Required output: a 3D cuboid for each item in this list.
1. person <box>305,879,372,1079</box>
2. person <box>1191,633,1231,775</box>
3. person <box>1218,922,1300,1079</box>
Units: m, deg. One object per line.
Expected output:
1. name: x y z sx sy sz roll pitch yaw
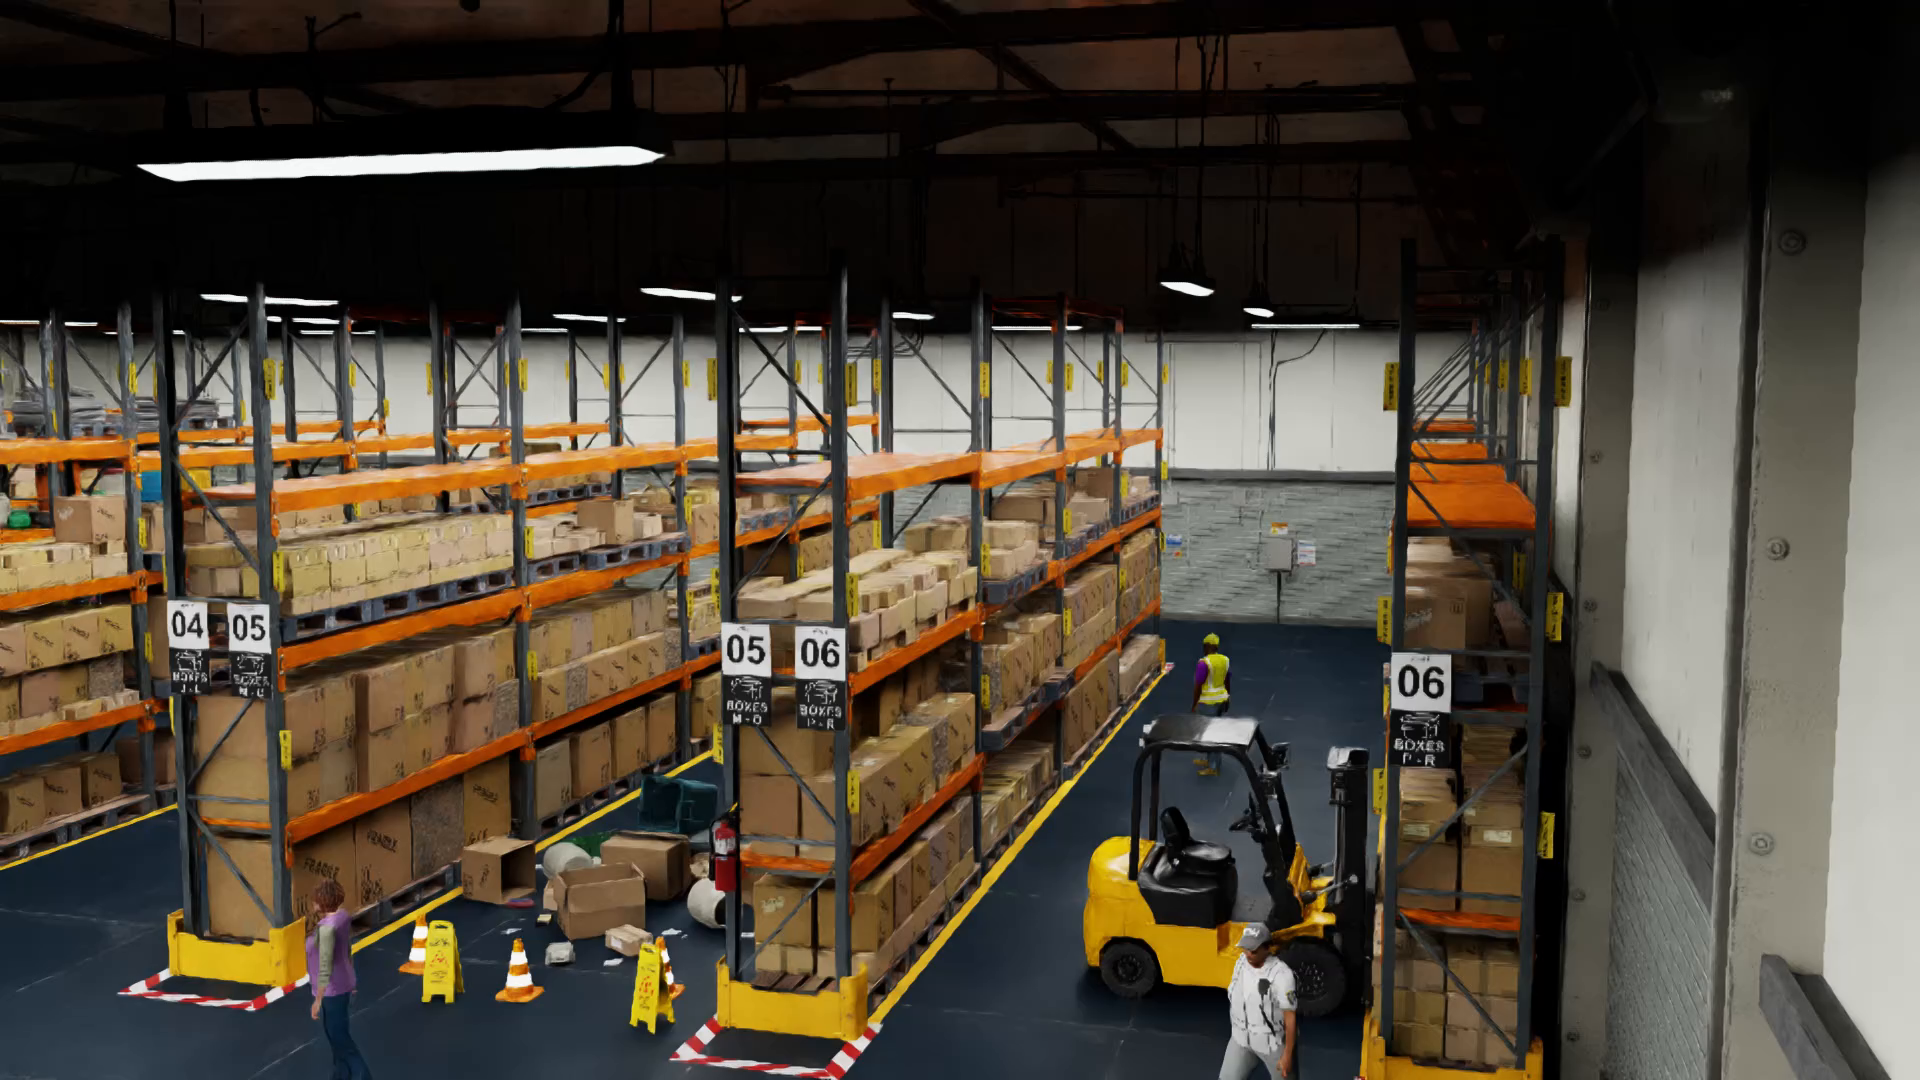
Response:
1. person: -4.321 3.161 11.576 0.456 1.591 0.603 -1 6 -11
2. person: 3.159 2.049 21.070 0.574 1.764 0.669 6 8 44
3. person: 1.926 3.233 10.709 0.528 1.613 0.905 6 8 43
